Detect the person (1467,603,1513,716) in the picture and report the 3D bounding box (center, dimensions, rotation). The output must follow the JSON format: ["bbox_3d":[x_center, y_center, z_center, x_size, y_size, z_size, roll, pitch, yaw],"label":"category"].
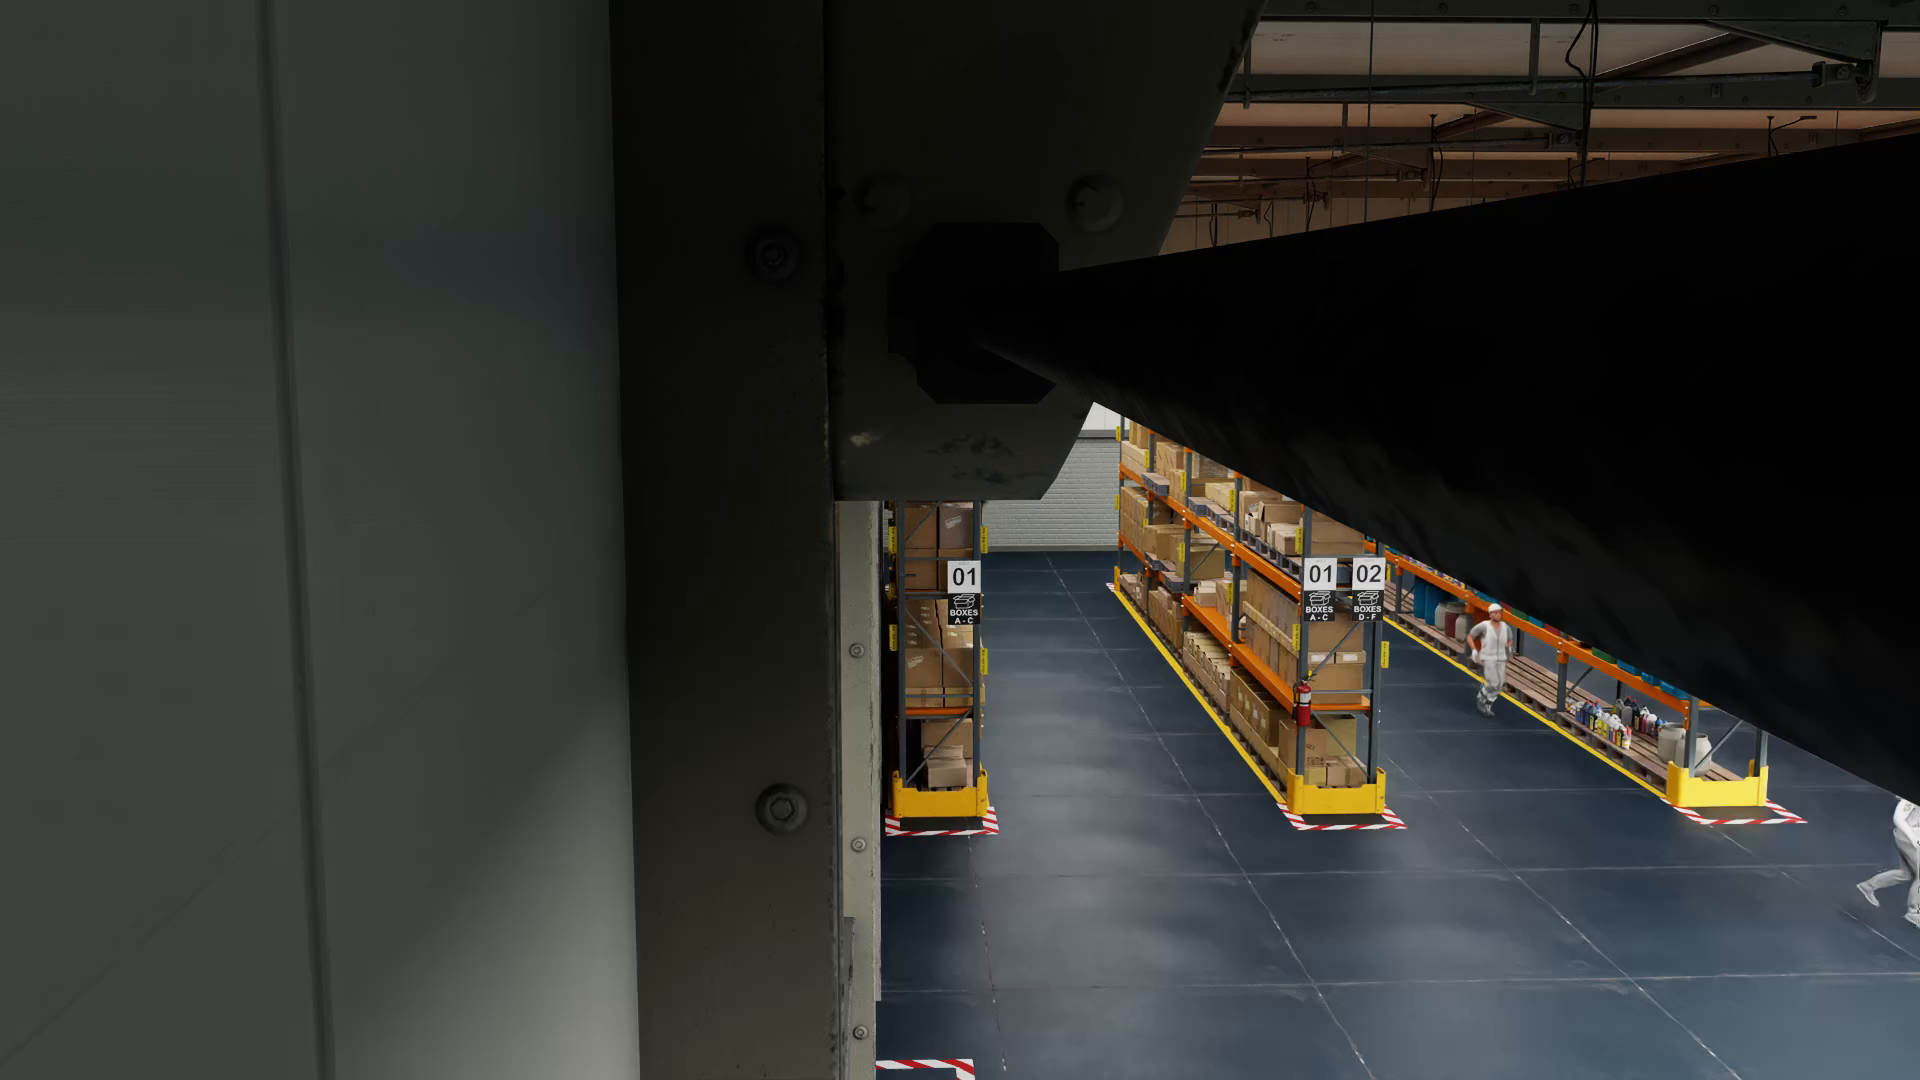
[{"bbox_3d":[8.102,1.836,25.198,0.642,1.743,0.613,-2,8,-12],"label":"person"}]

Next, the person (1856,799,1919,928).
[{"bbox_3d":[9.617,3.083,16.990,0.709,1.738,0.622,5,10,32],"label":"person"}]
